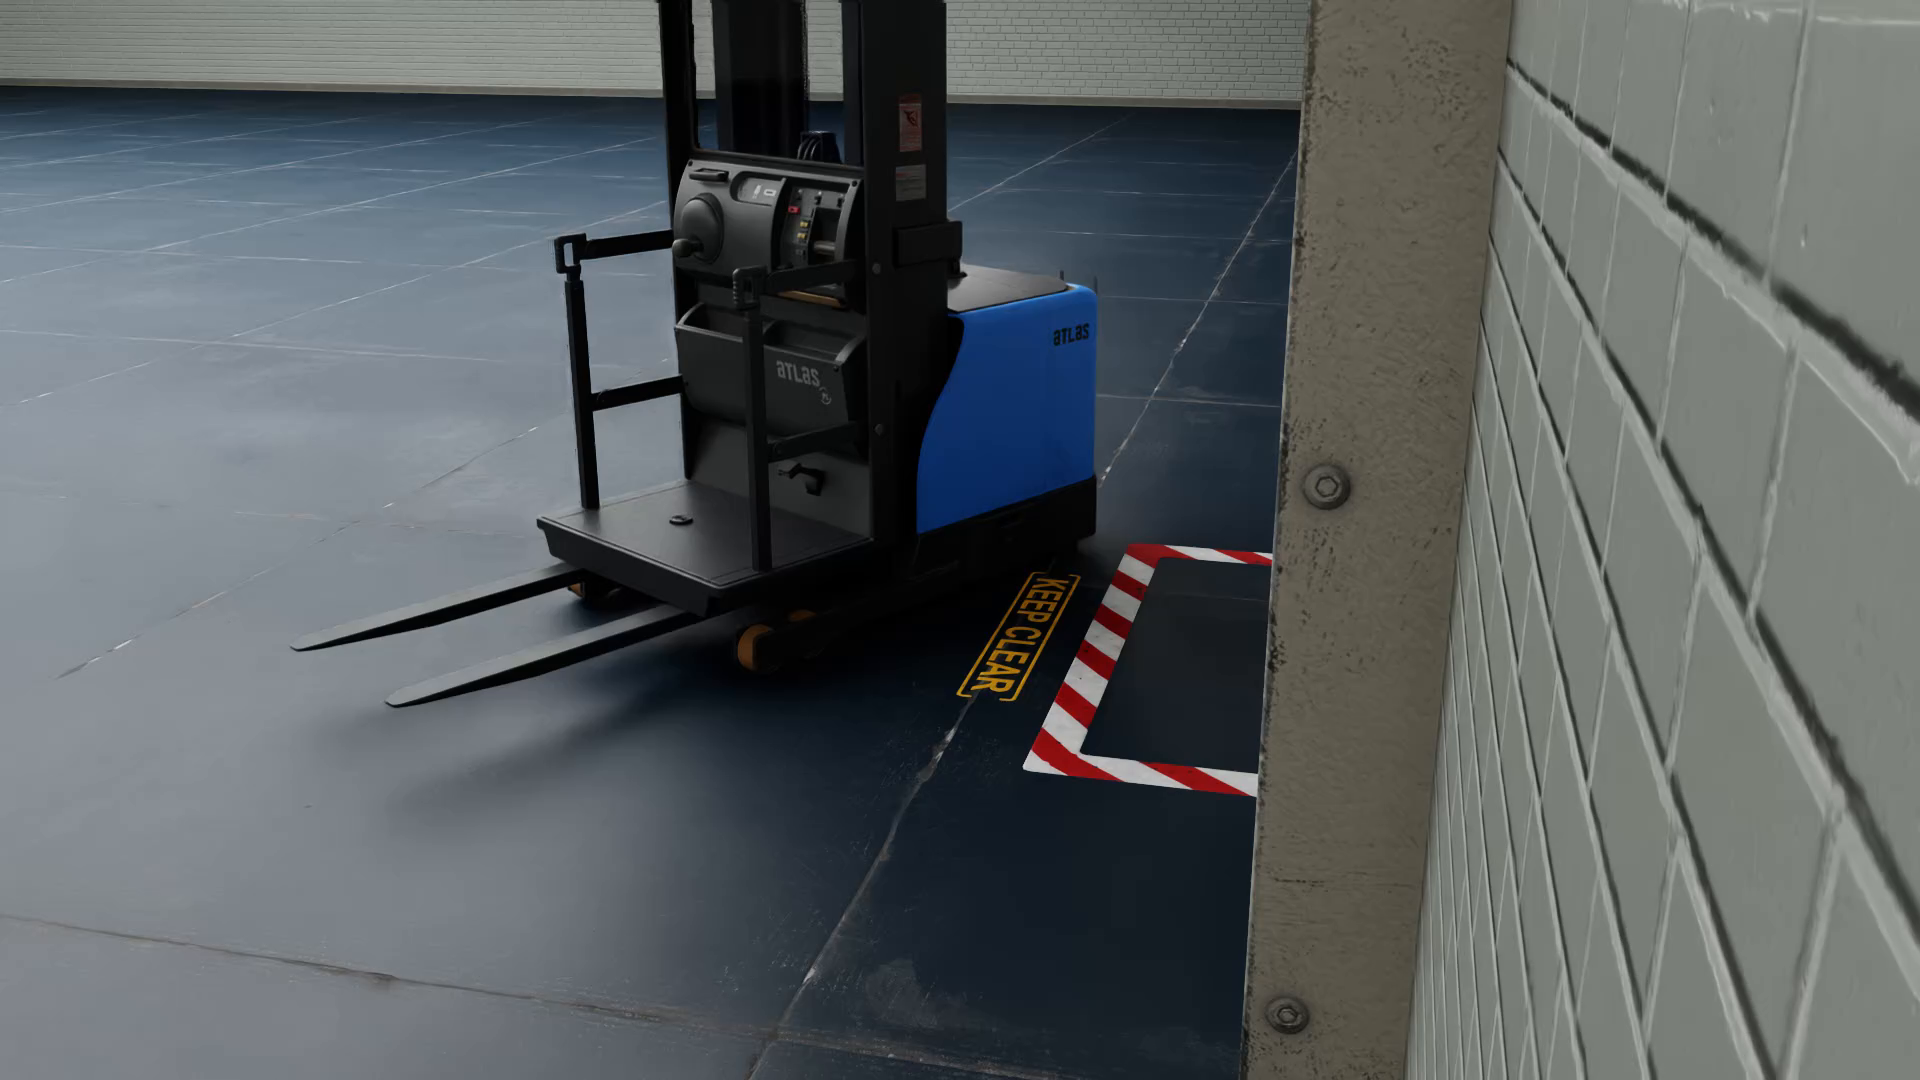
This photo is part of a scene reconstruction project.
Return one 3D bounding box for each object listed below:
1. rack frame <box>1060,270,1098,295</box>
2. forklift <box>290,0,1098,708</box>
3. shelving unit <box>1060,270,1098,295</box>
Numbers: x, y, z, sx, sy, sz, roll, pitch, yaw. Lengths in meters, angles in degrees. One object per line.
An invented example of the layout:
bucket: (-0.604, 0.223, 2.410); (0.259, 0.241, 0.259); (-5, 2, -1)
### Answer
rack frame: (0.493, -0.614, 7.085); (0.200, 1.050, 0.008); (17, 25, 41)
forklift: (-0.829, -1.122, 5.661); (1.130, 2.935, 3.031); (17, 25, 41)
shelving unit: (0.409, -0.586, 7.002); (0.215, 1.050, 0.252); (17, 25, 41)
